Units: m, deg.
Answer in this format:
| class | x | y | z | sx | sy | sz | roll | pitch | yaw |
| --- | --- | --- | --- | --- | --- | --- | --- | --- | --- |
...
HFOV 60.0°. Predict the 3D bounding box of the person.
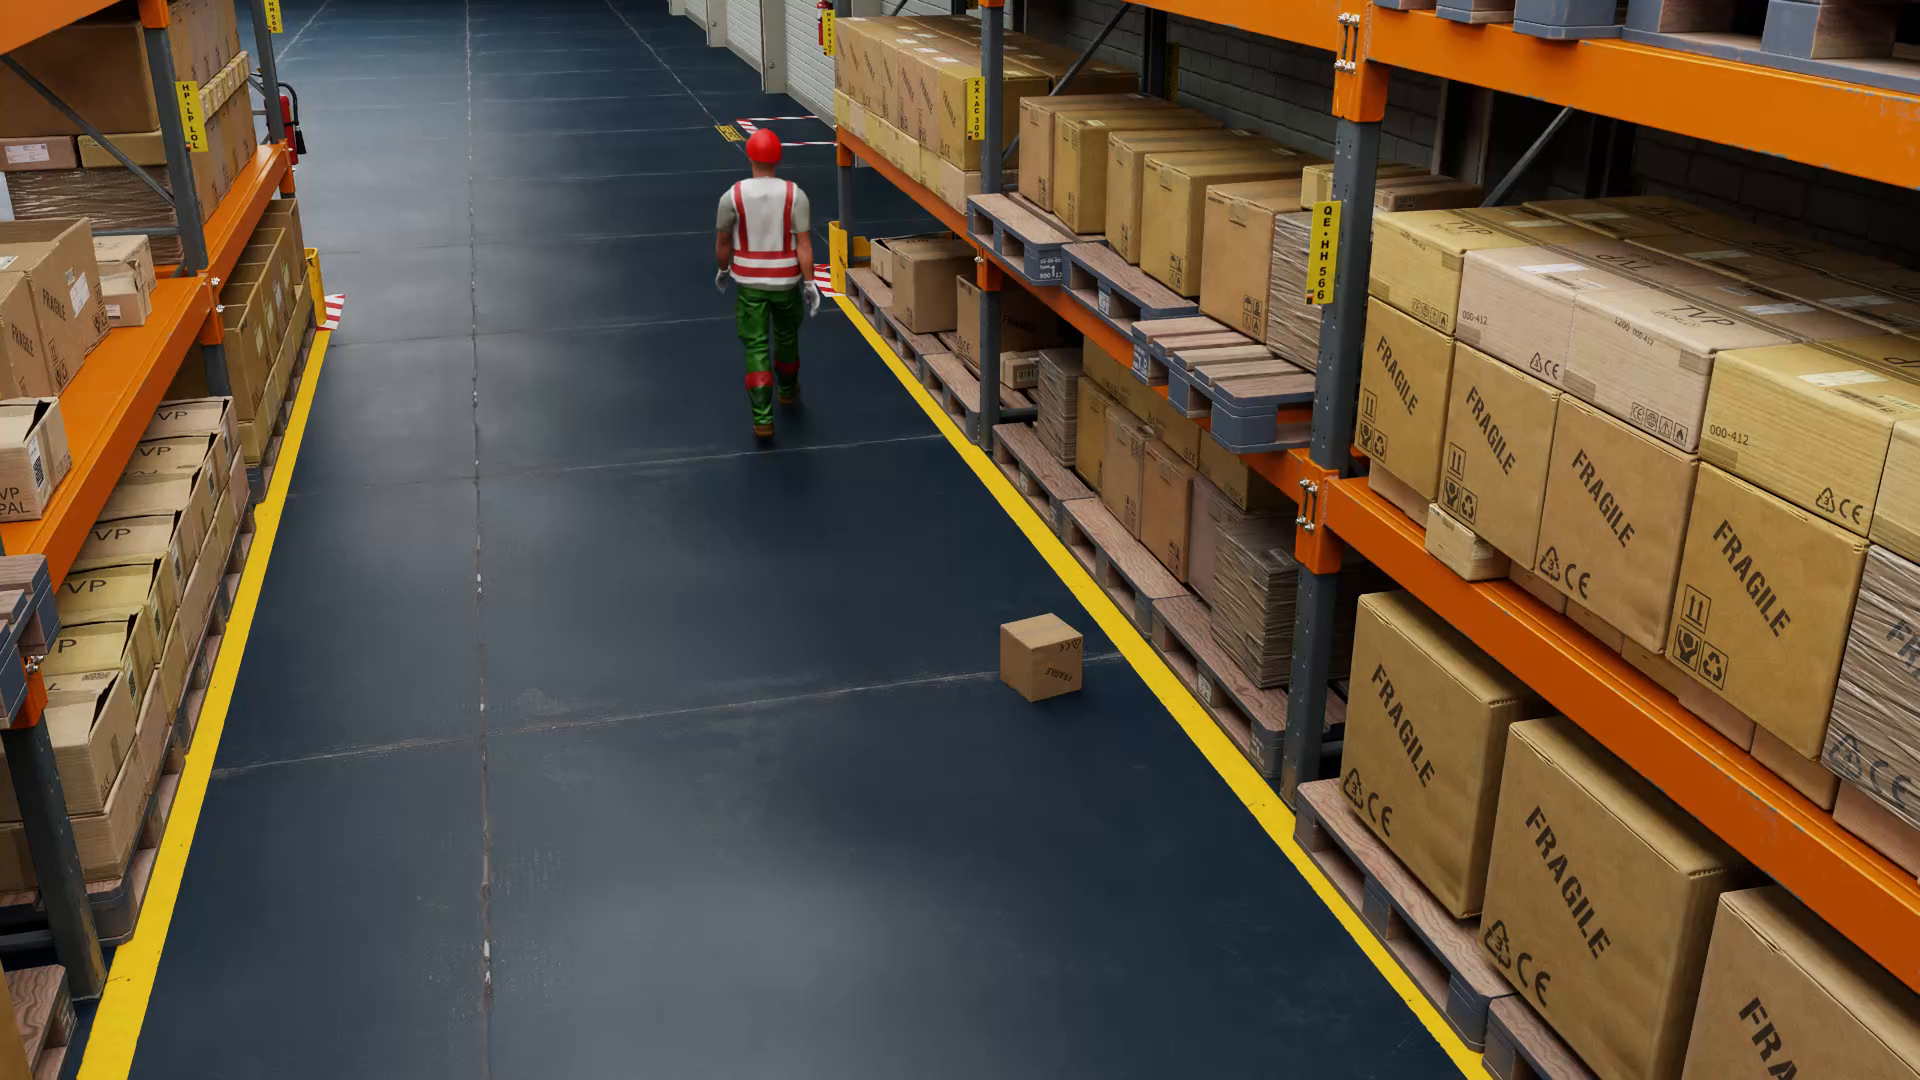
| class | x | y | z | sx | sy | sz | roll | pitch | yaw |
| --- | --- | --- | --- | --- | --- | --- | --- | --- | --- |
| person | -1.139 | -1.547 | 9.761 | 0.584 | 1.742 | 1.014 | -4 | 23 | -9 |
